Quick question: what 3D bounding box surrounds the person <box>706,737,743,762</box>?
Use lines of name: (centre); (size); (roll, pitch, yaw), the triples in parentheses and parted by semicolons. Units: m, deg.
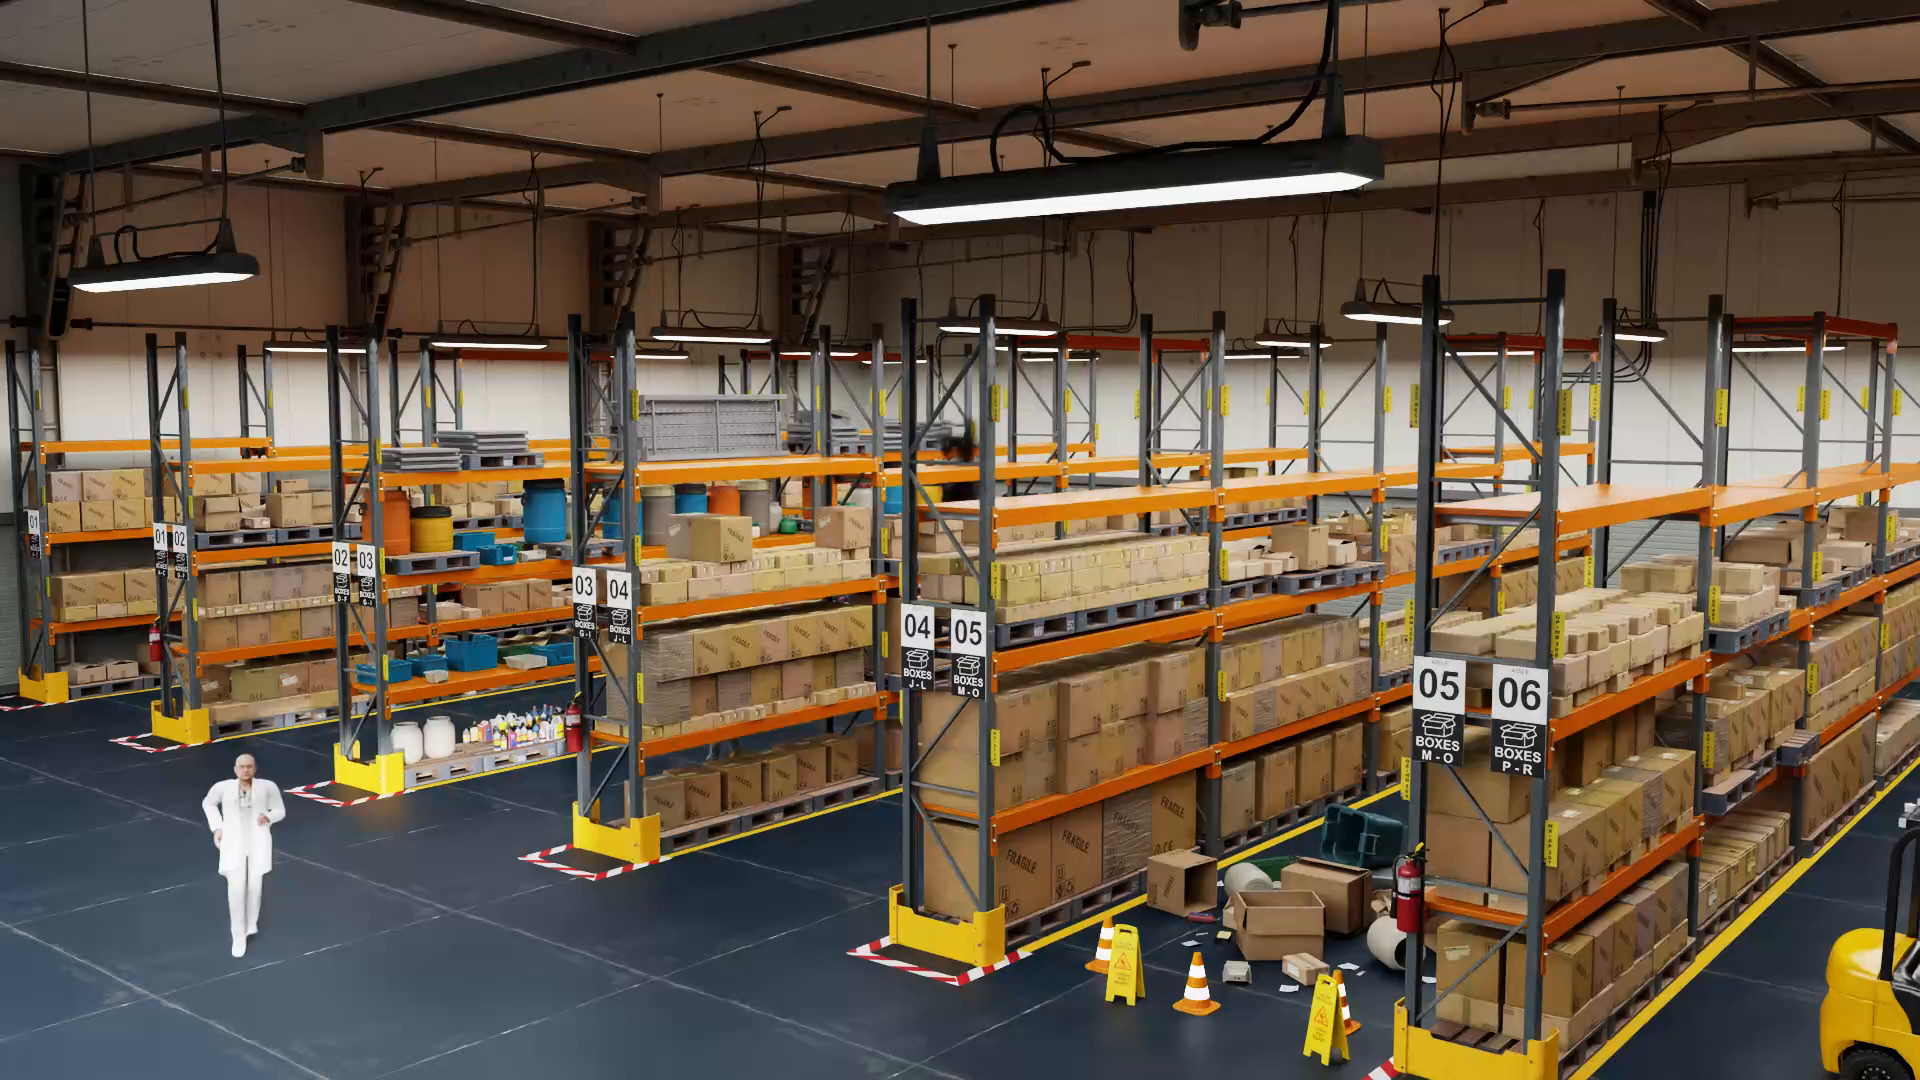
person: (-3.167, 2.112, 21.860); (0.695, 1.791, 0.950); (3, 6, 33)

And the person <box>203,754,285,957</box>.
person: (-6.625, 2.900, 15.448); (0.683, 1.845, 0.824); (-3, 6, -28)
